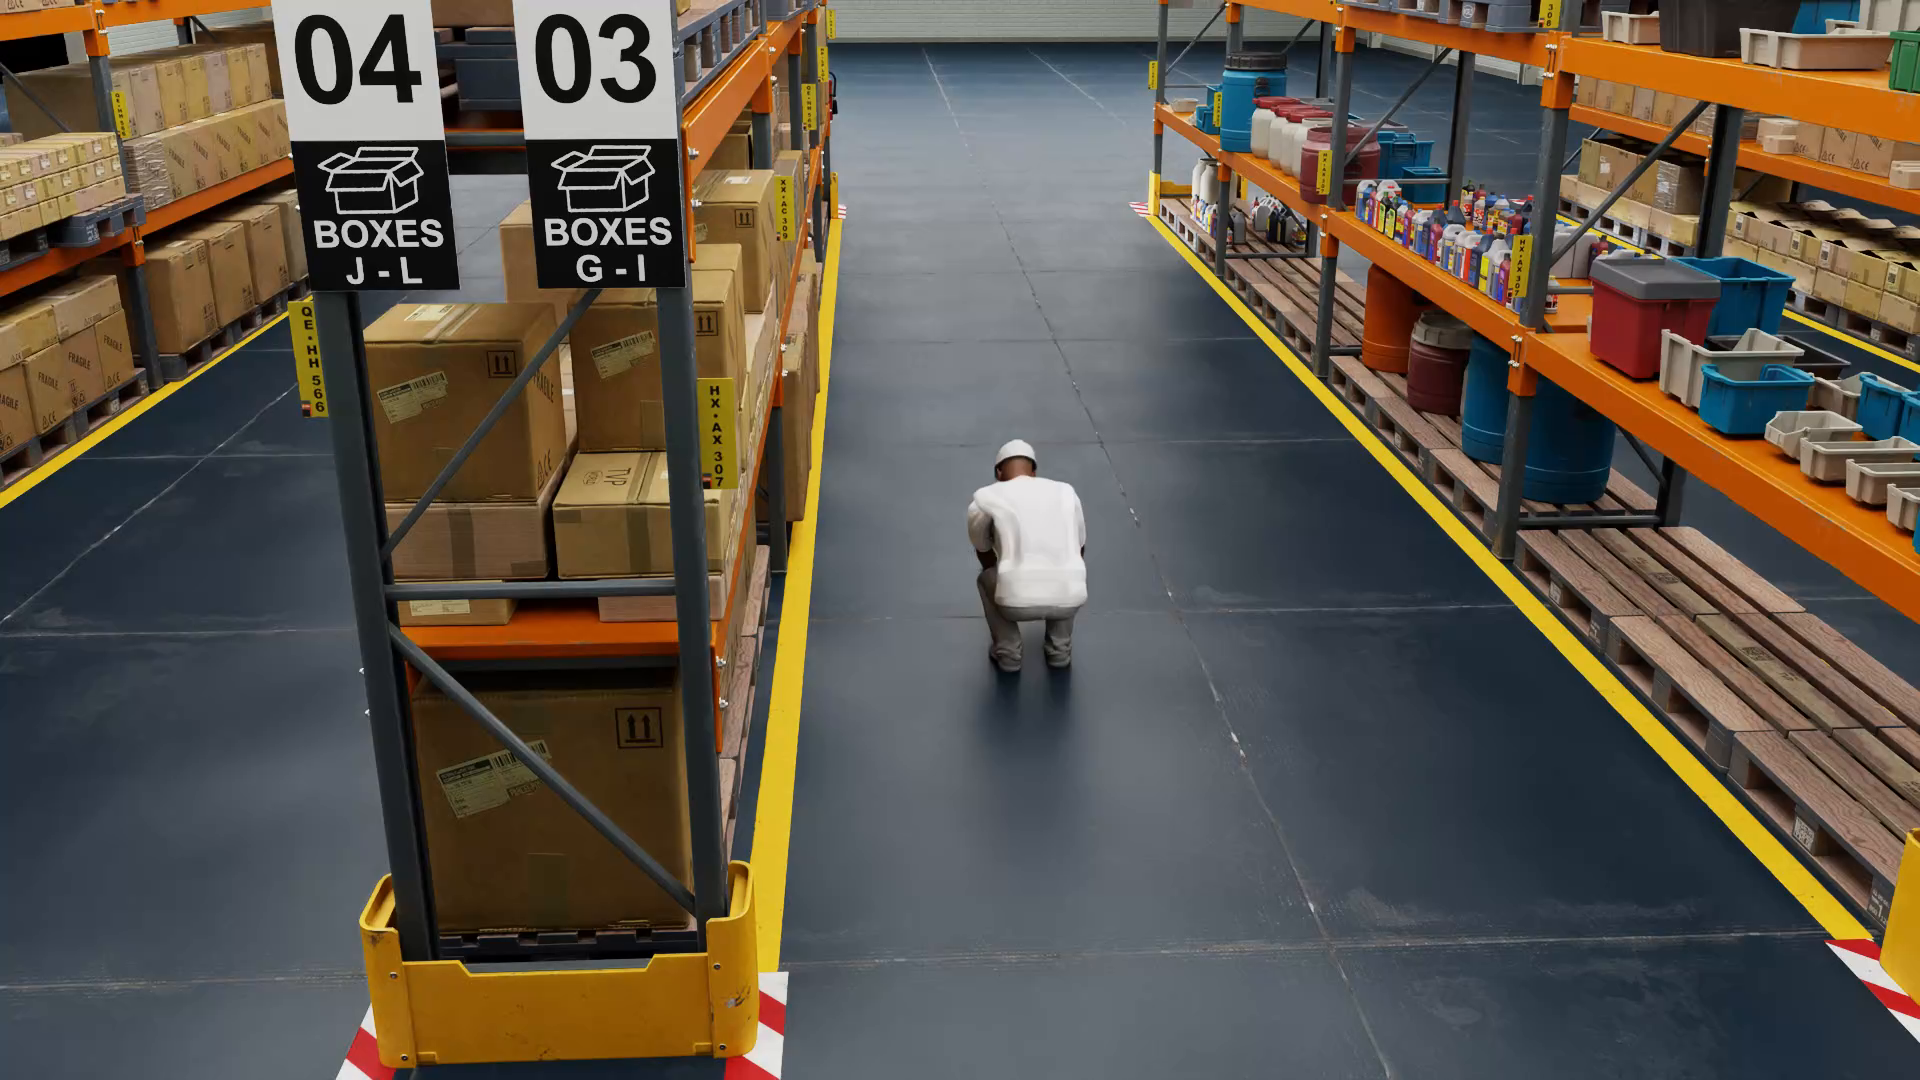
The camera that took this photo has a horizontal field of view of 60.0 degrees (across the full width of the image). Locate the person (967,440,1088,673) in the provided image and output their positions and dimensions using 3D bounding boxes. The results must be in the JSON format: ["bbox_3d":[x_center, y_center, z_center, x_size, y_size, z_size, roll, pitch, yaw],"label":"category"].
[{"bbox_3d":[0.330,0.071,7.970,0.589,0.999,0.878,-1,20,-3],"label":"person"}]
